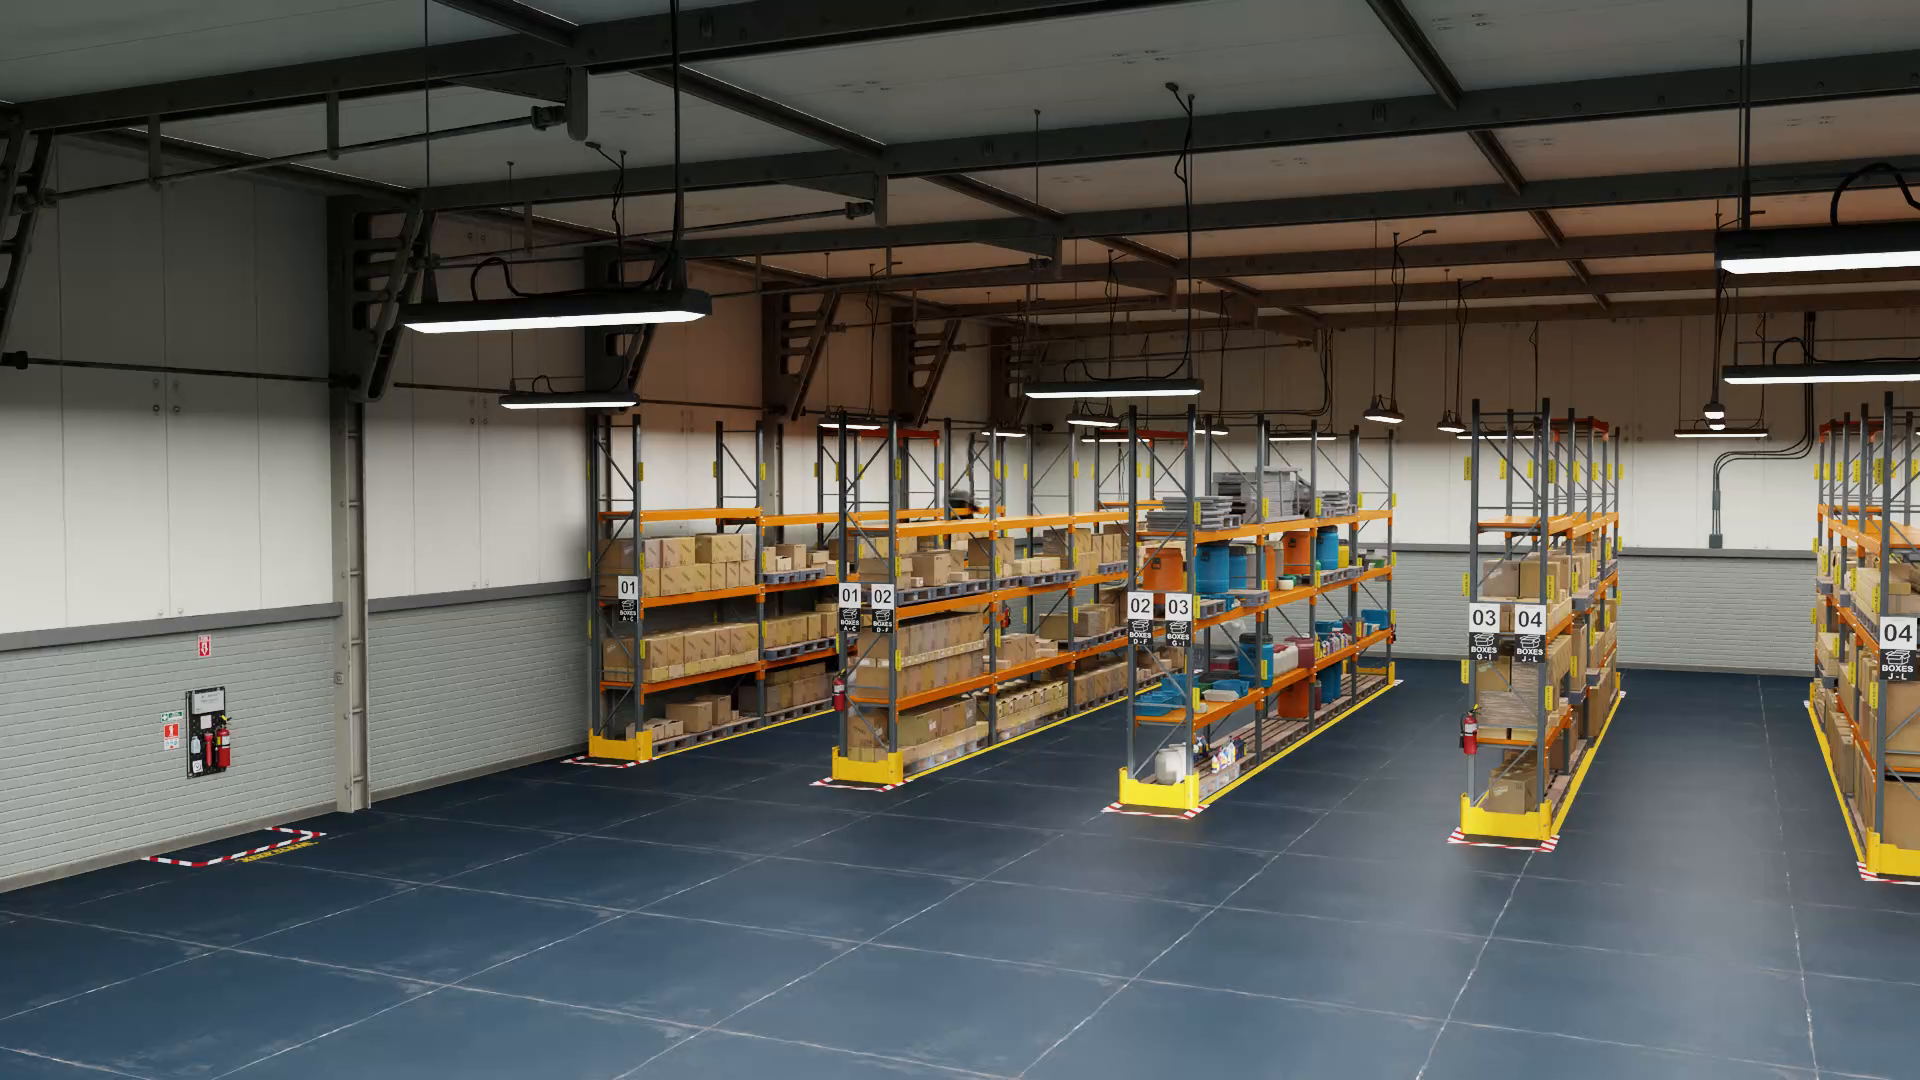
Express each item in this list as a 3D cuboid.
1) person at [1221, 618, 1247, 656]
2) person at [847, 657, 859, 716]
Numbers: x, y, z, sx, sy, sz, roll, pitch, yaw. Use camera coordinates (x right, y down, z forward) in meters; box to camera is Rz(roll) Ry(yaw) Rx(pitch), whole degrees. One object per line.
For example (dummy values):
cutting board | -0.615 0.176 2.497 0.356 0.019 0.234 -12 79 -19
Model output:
person | 6.808 2.509 41.165 0.591 1.621 0.730 -1 3 -20
person | -1.951 2.943 30.109 0.577 1.669 0.895 1 3 27
